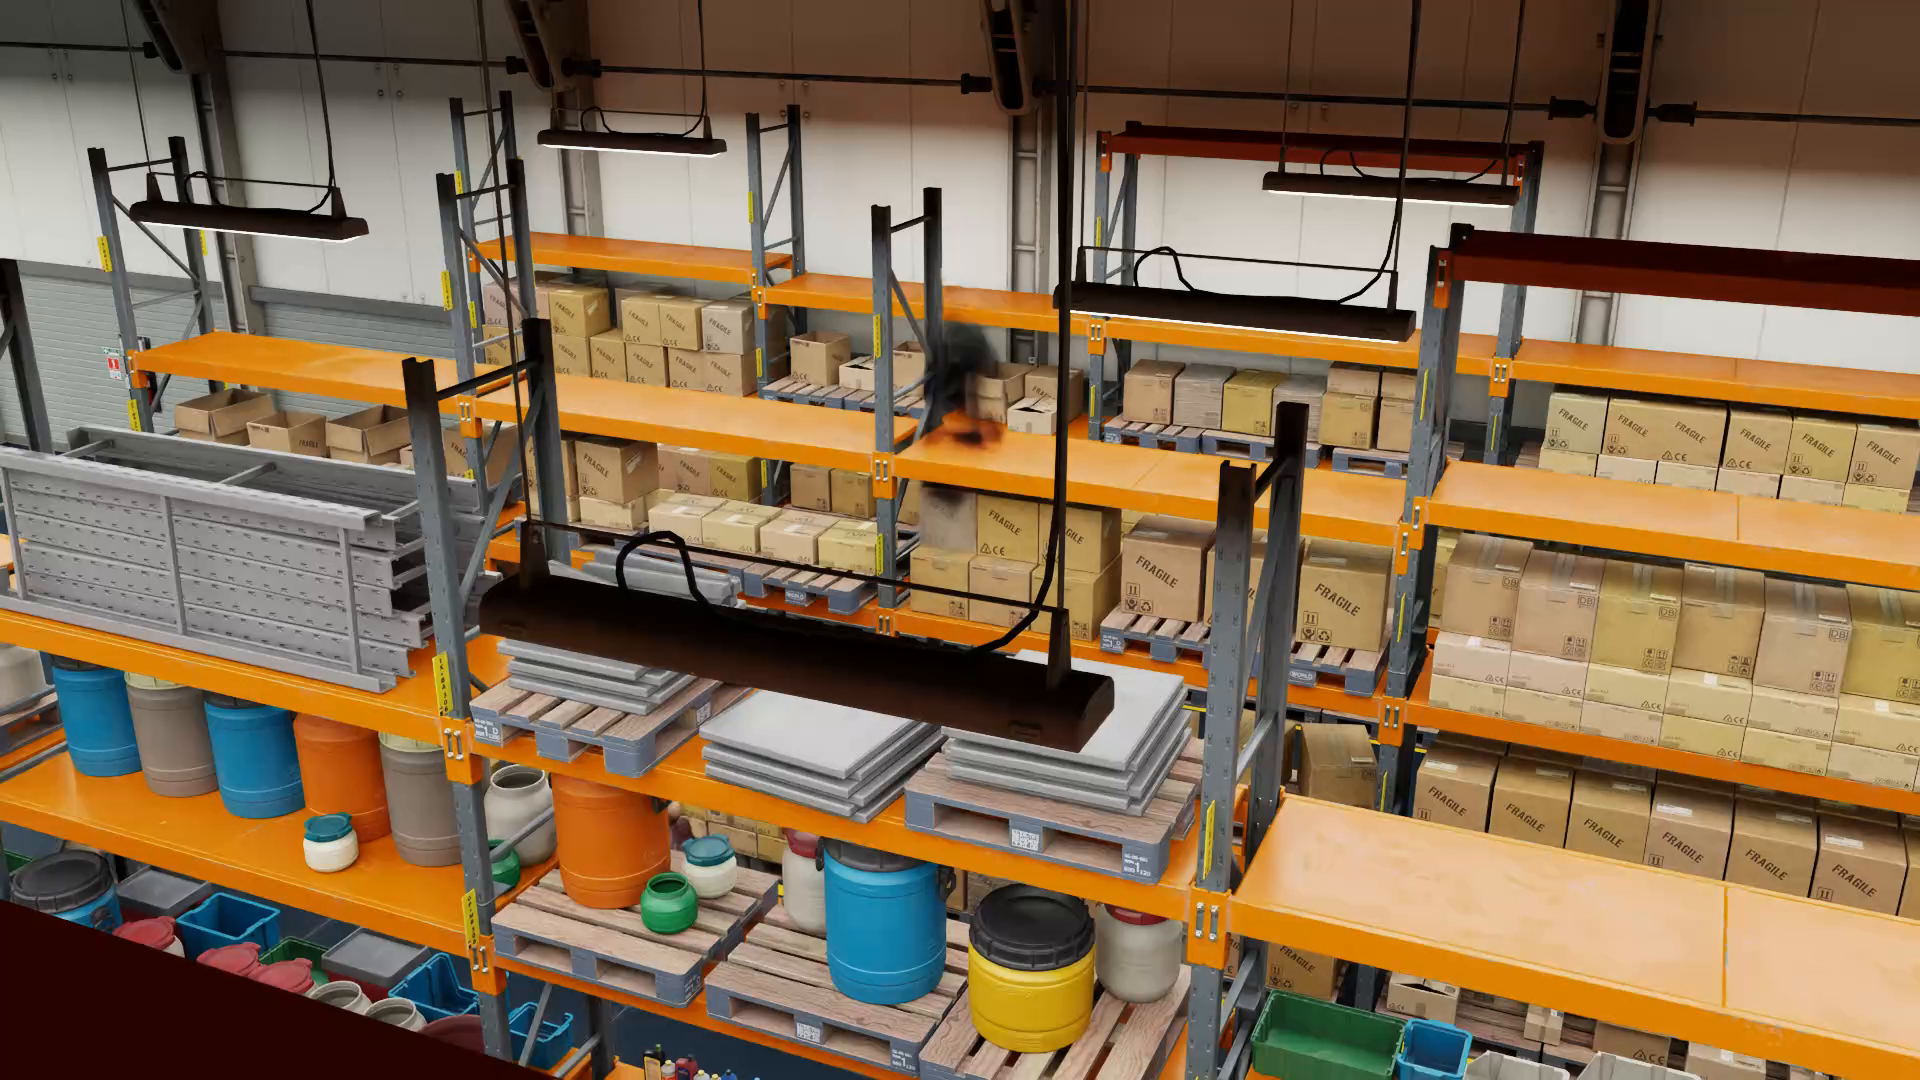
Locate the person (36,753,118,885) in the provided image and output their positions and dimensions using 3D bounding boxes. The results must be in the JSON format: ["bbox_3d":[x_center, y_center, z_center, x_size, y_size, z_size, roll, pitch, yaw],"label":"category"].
[{"bbox_3d":[-7.281,2.484,13.747,0.737,1.649,0.648,7,22,17],"label":"person"}]

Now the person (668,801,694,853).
[{"bbox_3d":[-2.205,2.773,12.827,0.918,1.764,0.712,4,21,9],"label":"person"}]
